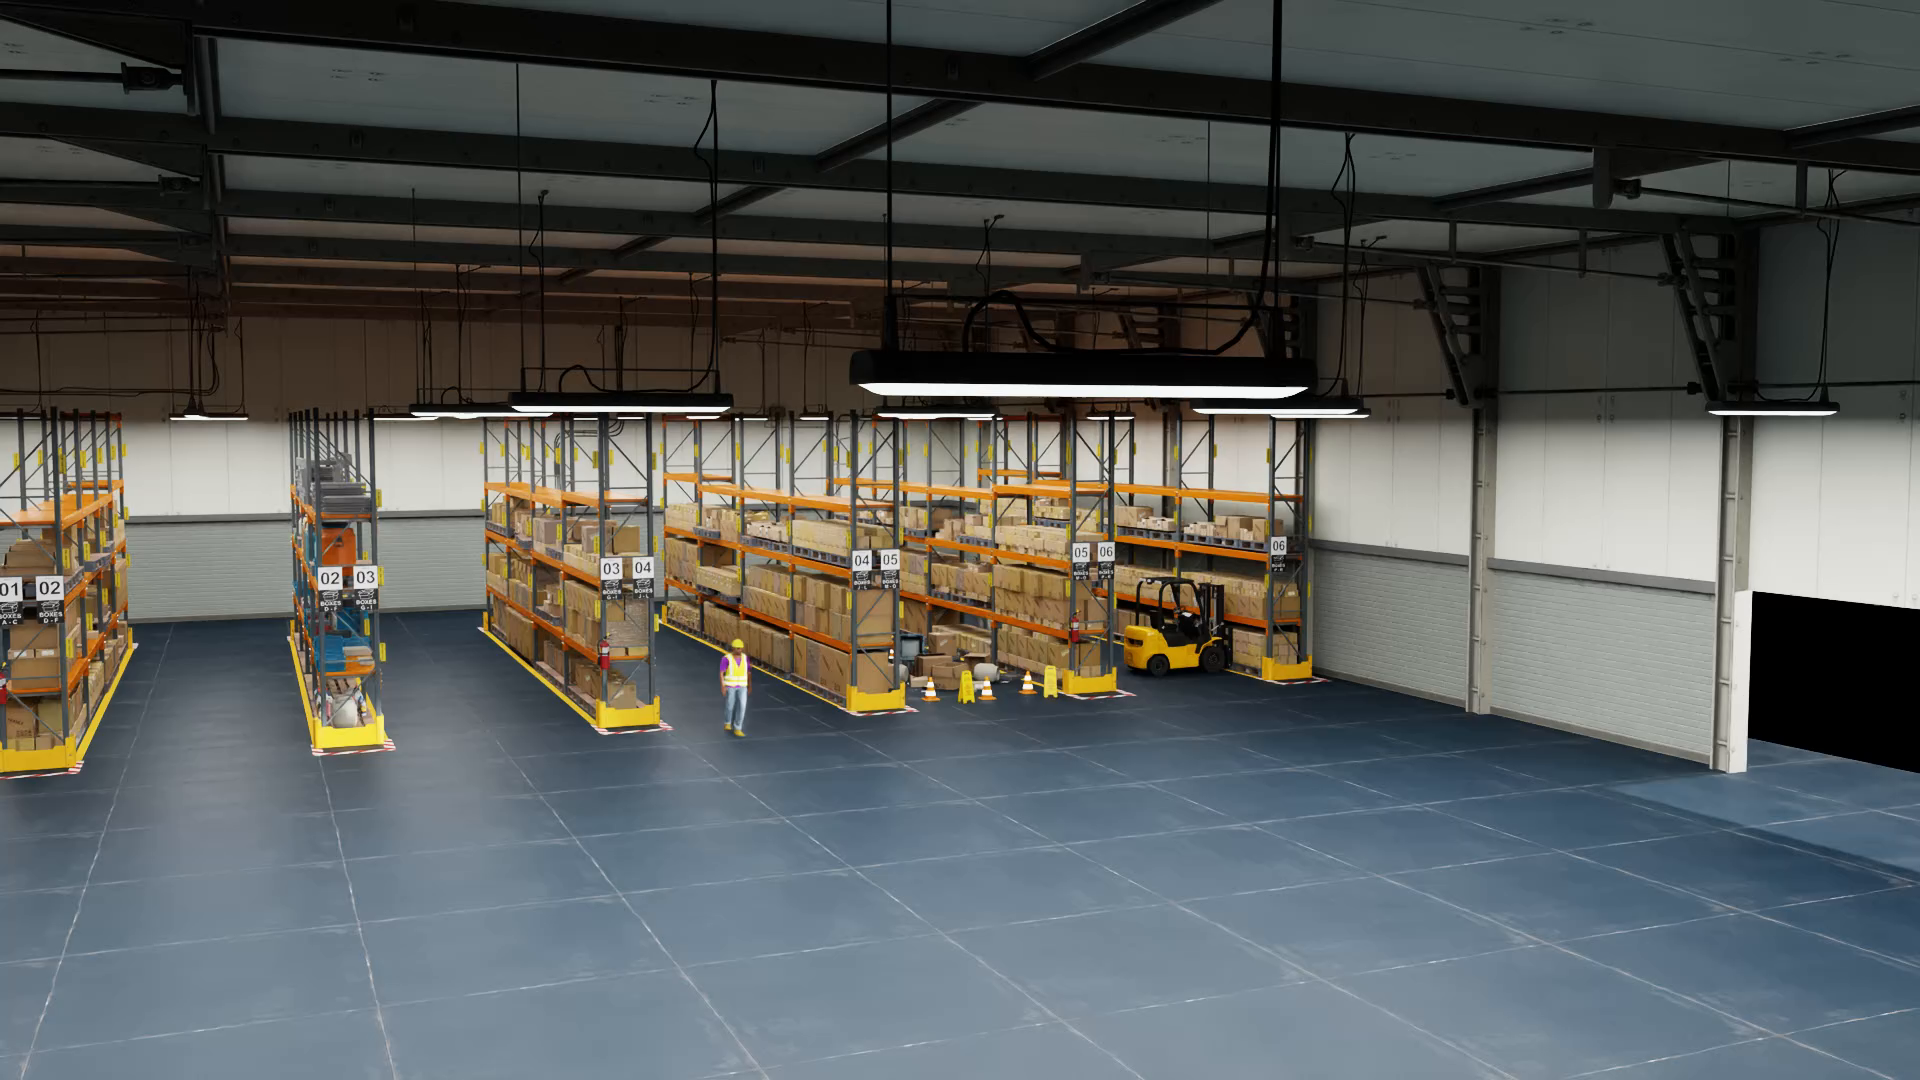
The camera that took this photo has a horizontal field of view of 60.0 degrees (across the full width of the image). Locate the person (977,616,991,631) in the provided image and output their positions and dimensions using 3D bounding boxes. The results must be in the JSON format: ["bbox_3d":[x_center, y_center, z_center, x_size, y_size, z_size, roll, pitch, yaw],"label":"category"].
[{"bbox_3d":[0.631,1.784,44.424,0.513,1.673,0.499,-2,5,-28],"label":"person"}]

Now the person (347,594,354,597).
[{"bbox_3d":[-16.895,1.699,45.736,1.080,1.598,0.513,3,5,33],"label":"person"}]

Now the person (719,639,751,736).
[{"bbox_3d":[-4.129,2.722,30.695,0.656,1.786,0.667,-2,5,-29],"label":"person"}]
